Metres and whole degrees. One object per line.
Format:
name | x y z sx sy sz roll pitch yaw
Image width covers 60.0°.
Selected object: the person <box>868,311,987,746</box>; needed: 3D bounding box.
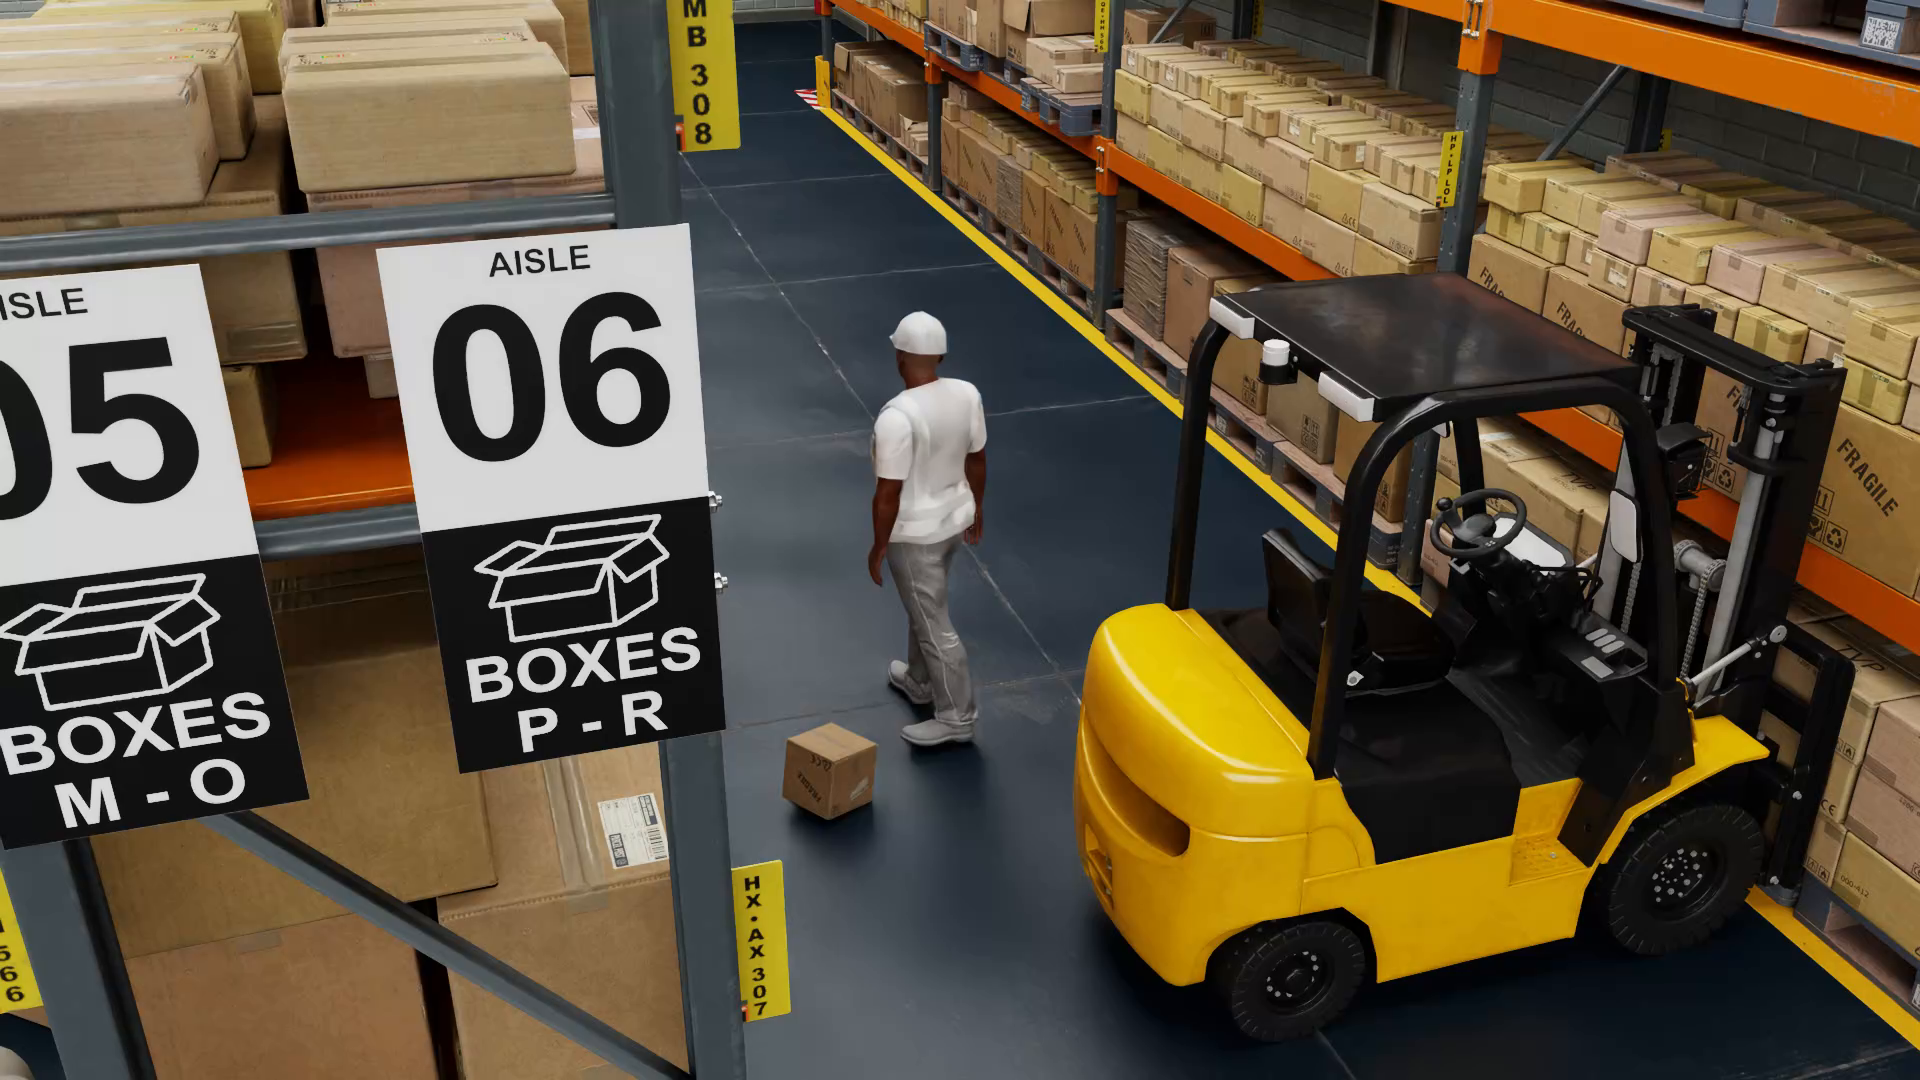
person | -0.141 -0.055 6.707 0.626 1.766 0.626 18 31 32
